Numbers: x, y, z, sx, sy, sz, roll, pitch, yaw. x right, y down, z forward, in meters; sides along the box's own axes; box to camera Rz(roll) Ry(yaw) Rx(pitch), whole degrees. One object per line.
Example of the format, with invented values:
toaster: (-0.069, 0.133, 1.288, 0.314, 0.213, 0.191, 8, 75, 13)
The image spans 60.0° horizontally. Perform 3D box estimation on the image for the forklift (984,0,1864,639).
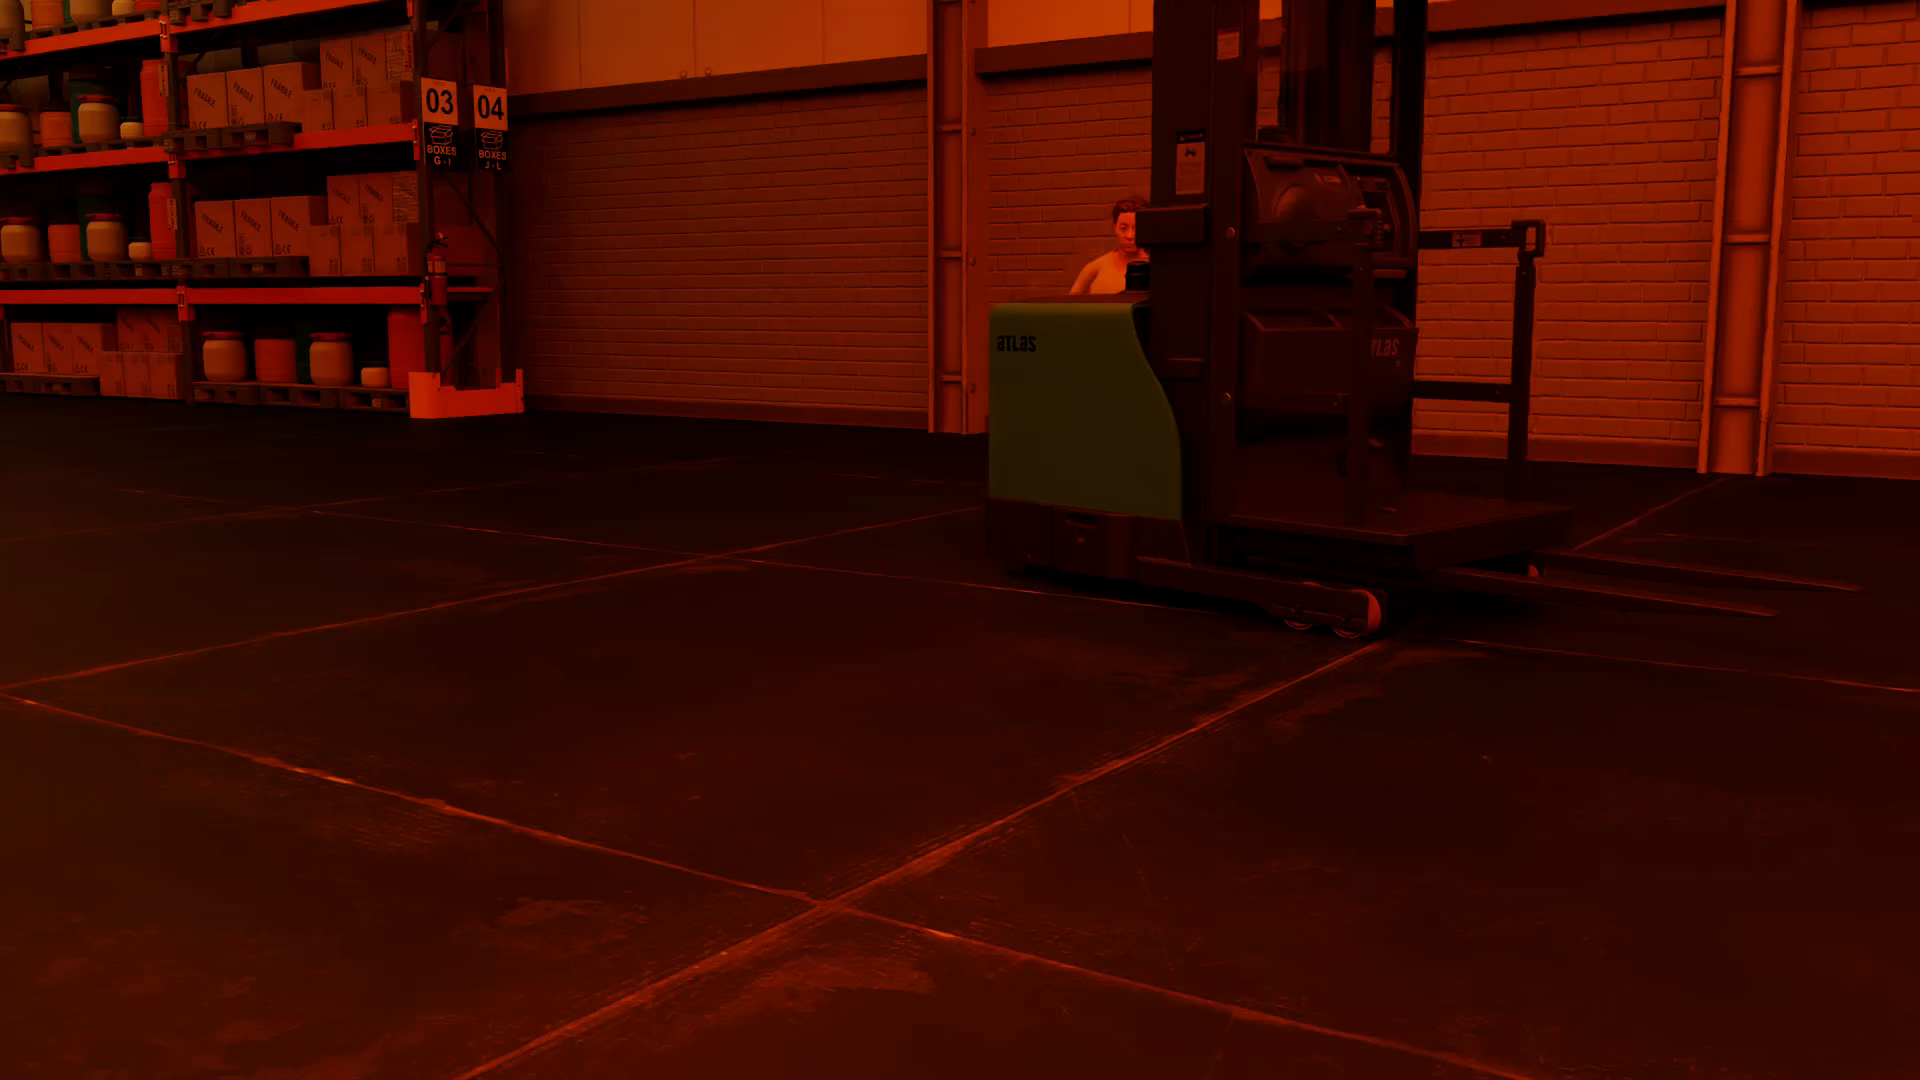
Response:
forklift: (1.457, -1.212, 5.712, 1.130, 2.935, 3.031, -7, 11, -42)

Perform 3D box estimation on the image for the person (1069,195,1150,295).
person: (0.731, -0.782, 7.623, 0.848, 1.573, 0.586, 4, 9, 27)
